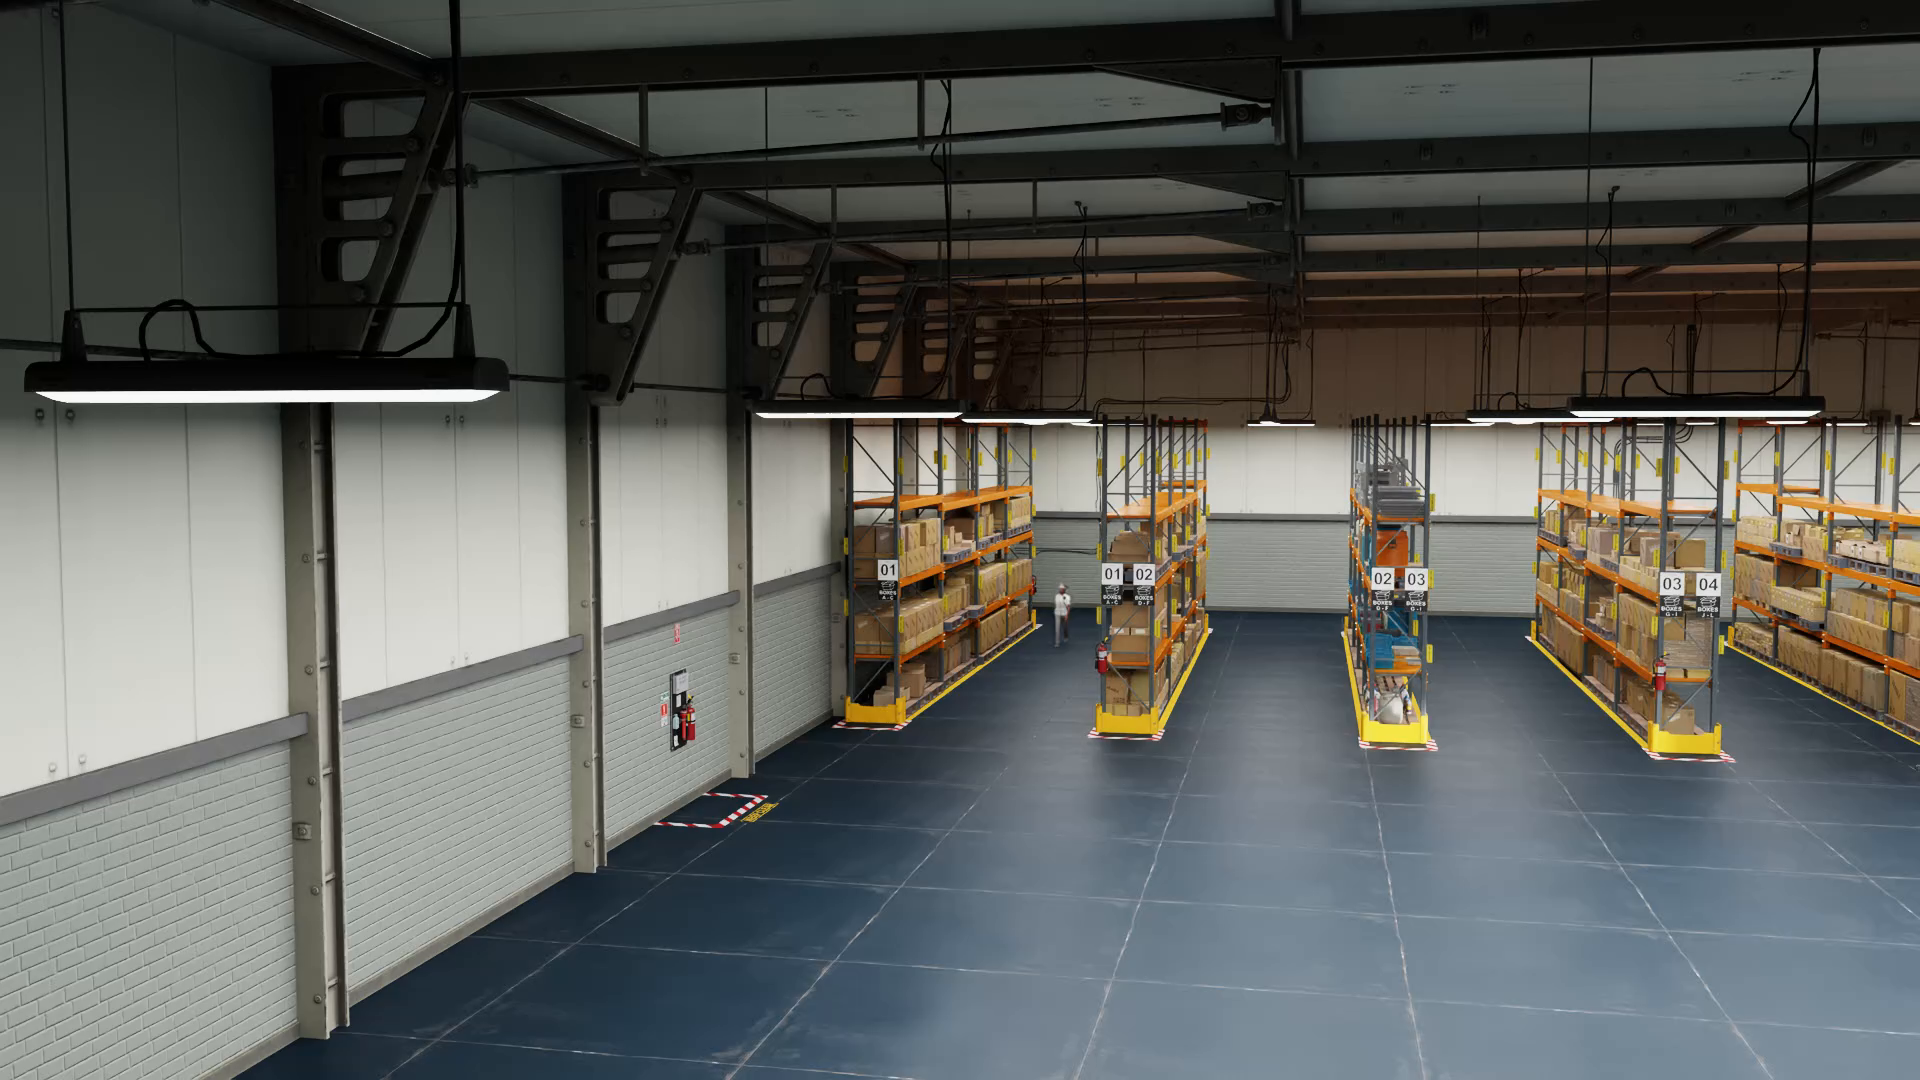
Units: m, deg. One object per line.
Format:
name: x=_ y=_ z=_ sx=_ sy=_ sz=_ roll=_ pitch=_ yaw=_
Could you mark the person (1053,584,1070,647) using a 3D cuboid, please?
person: x=2.680 y=1.971 z=43.883 sx=0.447 sy=1.642 sz=0.932 roll=0 pitch=4 yaw=6
